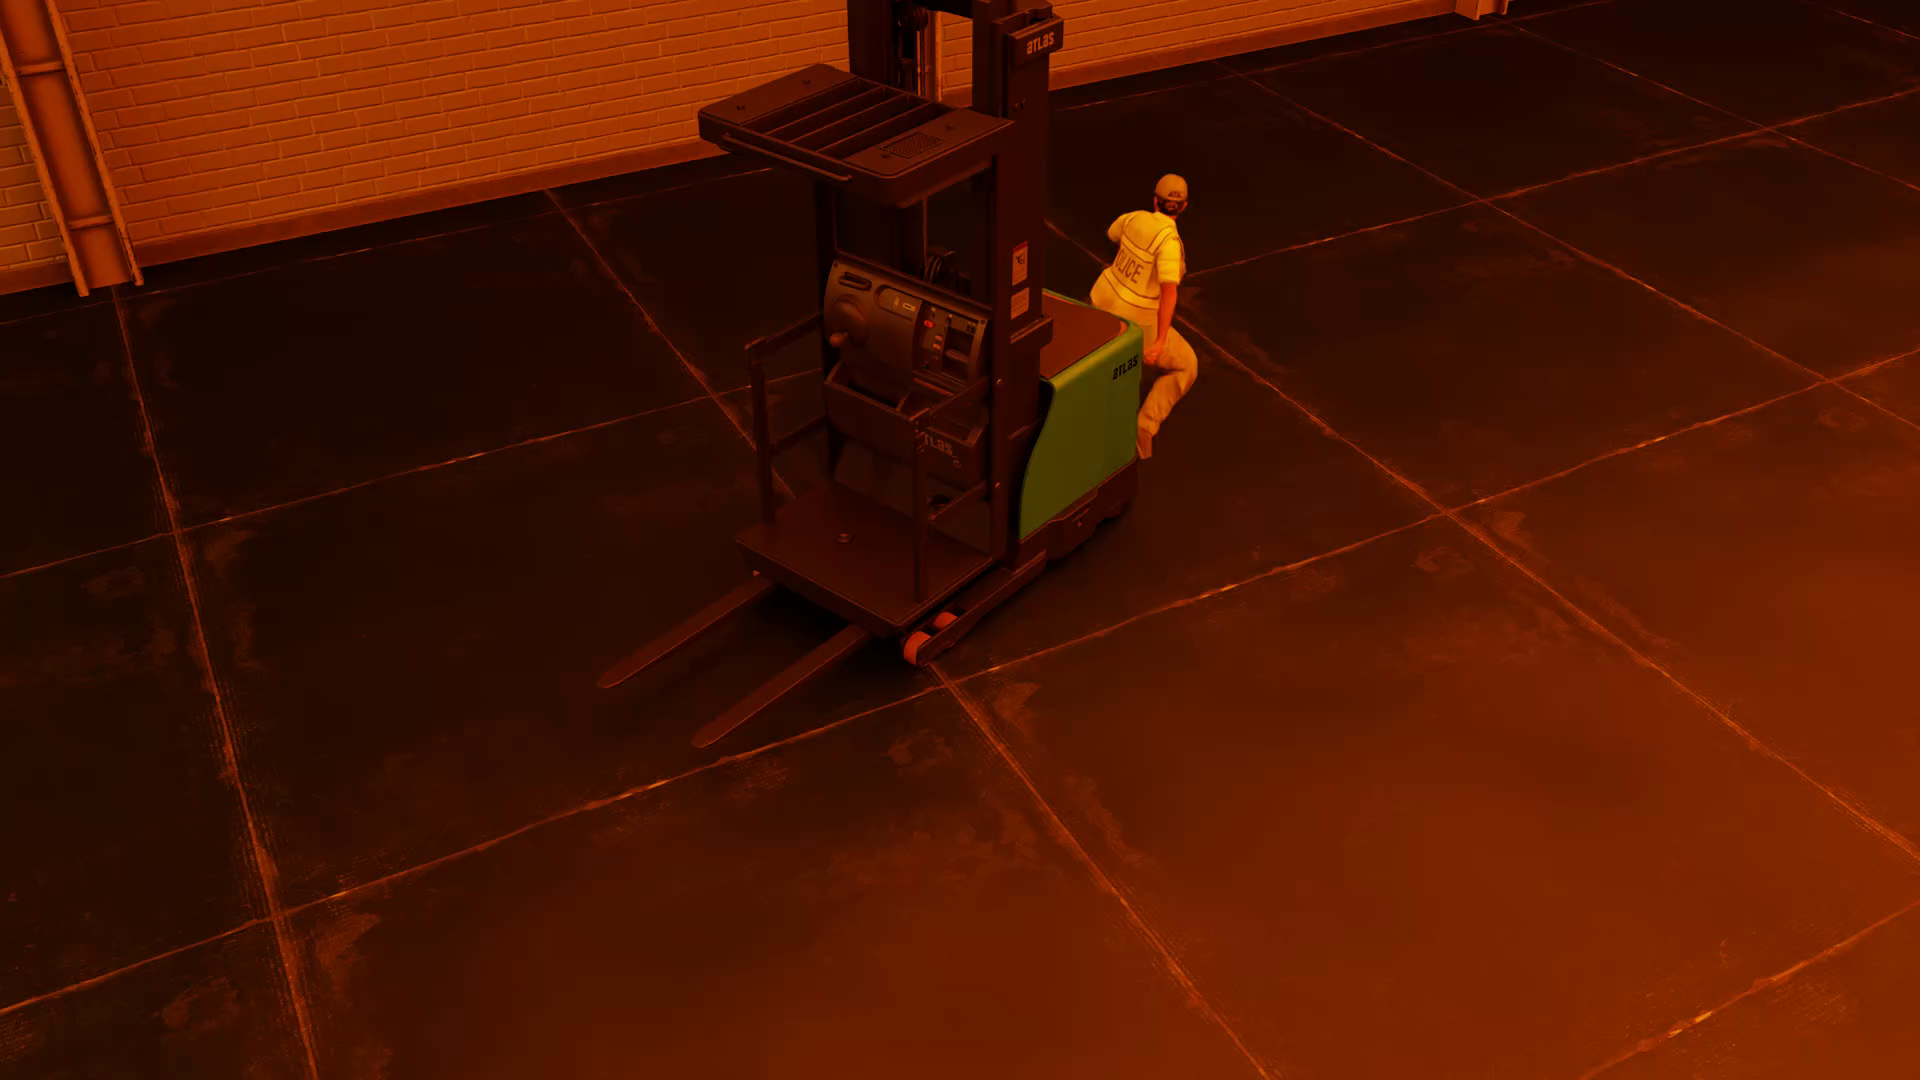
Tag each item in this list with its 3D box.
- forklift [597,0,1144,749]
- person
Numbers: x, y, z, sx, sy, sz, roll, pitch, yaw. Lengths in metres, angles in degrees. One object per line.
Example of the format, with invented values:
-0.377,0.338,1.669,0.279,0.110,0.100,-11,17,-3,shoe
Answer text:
-0.390,-0.927,7.434,1.130,2.935,3.031,26,43,31,forklift
1.016,-1.218,9.167,0.520,1.568,0.936,-11,37,-15,person
